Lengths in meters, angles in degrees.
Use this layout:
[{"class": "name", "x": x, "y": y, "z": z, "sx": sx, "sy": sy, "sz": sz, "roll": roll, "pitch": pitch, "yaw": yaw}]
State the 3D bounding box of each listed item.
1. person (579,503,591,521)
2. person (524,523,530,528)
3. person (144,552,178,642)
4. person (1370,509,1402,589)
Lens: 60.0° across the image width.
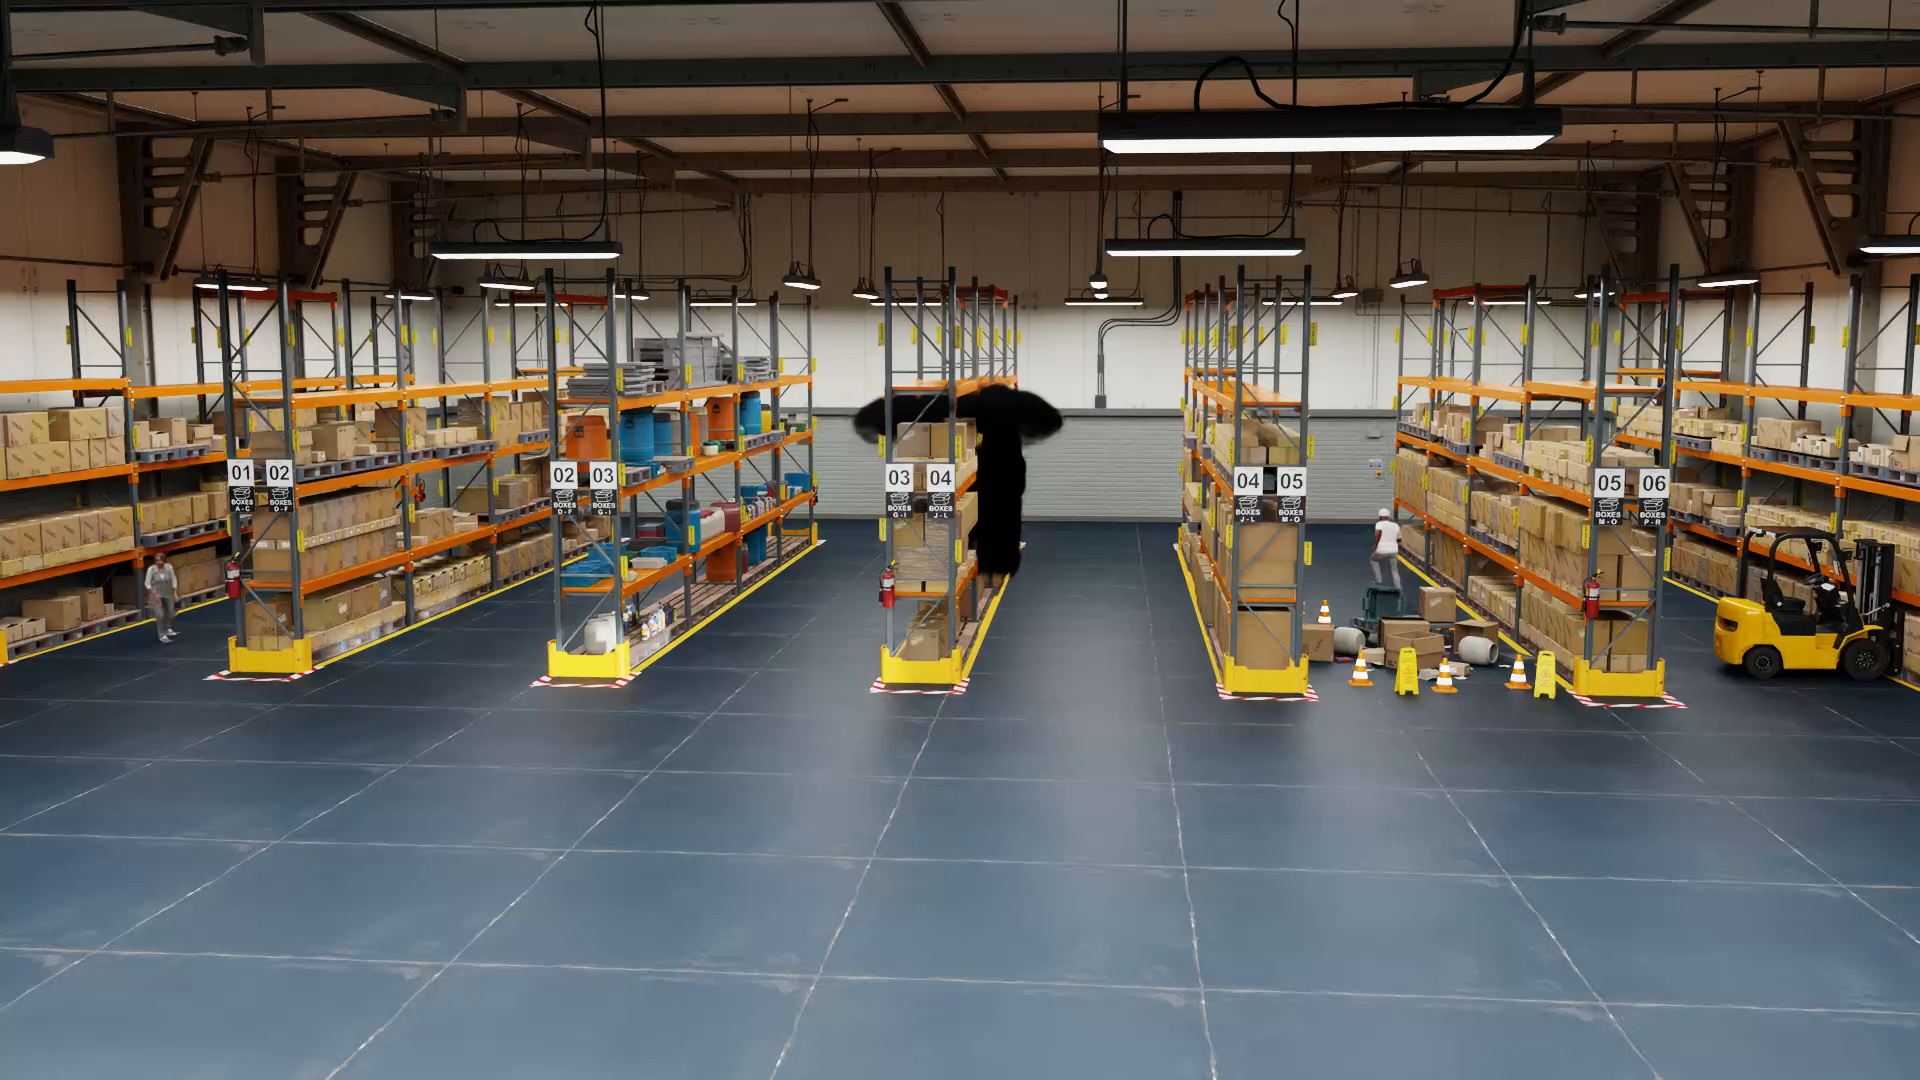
[{"class": "person", "x": -9.432, "y": -0.967, "z": 42.108, "sx": 0.899, "sy": 1.722, "sz": 0.665, "roll": 5, "pitch": 9, "yaw": 35}, {"class": "person", "x": -11.186, "y": -0.973, "z": 42.379, "sx": 0.803, "sy": 1.627, "sz": 0.570, "roll": 2, "pitch": 7, "yaw": 14}, {"class": "person", "x": -13.184, "y": 0.950, "z": 27.425, "sx": 0.516, "sy": 1.487, "sz": 0.715, "roll": -6, "pitch": 9, "yaw": -41}, {"class": "person", "x": 8.183, "y": 0.256, "z": 31.852, "sx": 0.713, "sy": 1.667, "sz": 0.989, "roll": -1, "pitch": 7, "yaw": -10}]
